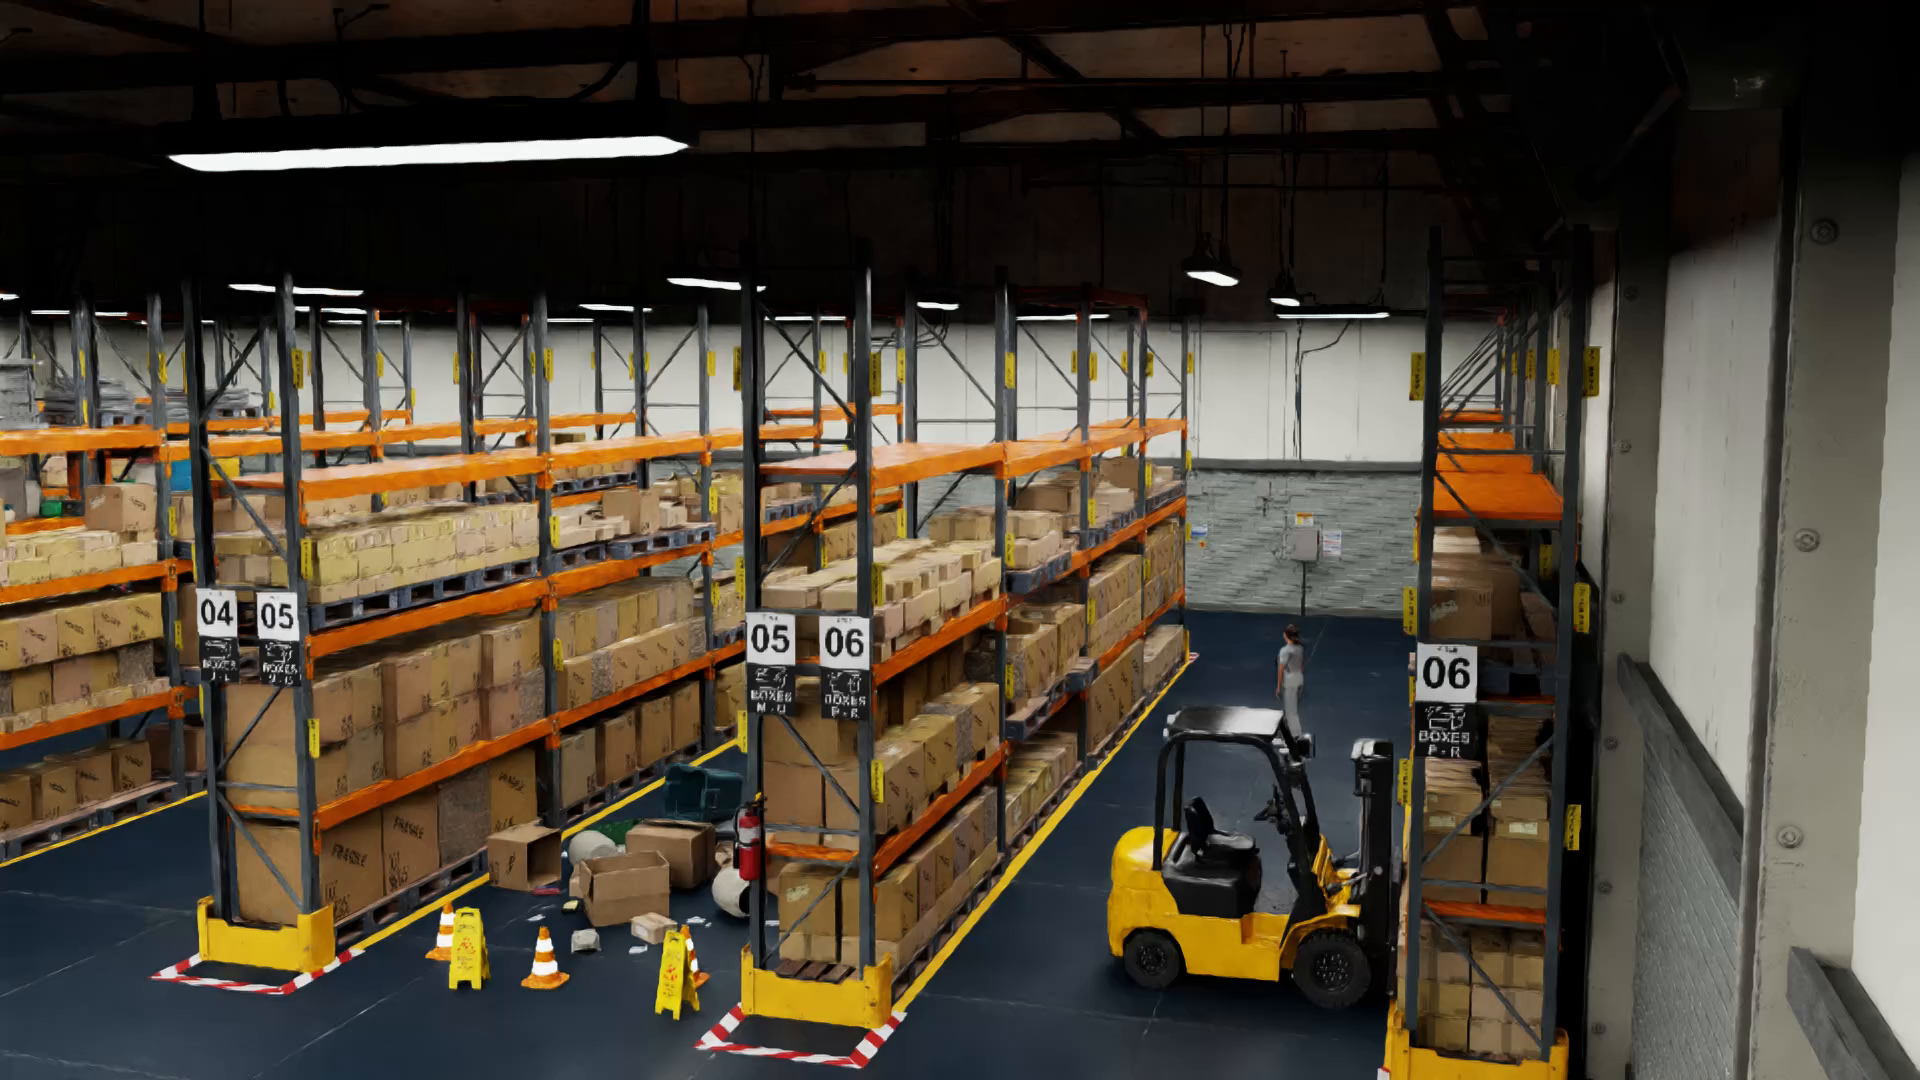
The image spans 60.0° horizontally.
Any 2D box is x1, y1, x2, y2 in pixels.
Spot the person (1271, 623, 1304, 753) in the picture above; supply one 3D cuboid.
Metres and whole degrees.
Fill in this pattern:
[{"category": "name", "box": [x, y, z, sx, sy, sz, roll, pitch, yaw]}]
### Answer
[{"category": "person", "box": [4.274, 1.901, 21.660, 0.575, 1.665, 0.576, 5, 8, 40]}]
